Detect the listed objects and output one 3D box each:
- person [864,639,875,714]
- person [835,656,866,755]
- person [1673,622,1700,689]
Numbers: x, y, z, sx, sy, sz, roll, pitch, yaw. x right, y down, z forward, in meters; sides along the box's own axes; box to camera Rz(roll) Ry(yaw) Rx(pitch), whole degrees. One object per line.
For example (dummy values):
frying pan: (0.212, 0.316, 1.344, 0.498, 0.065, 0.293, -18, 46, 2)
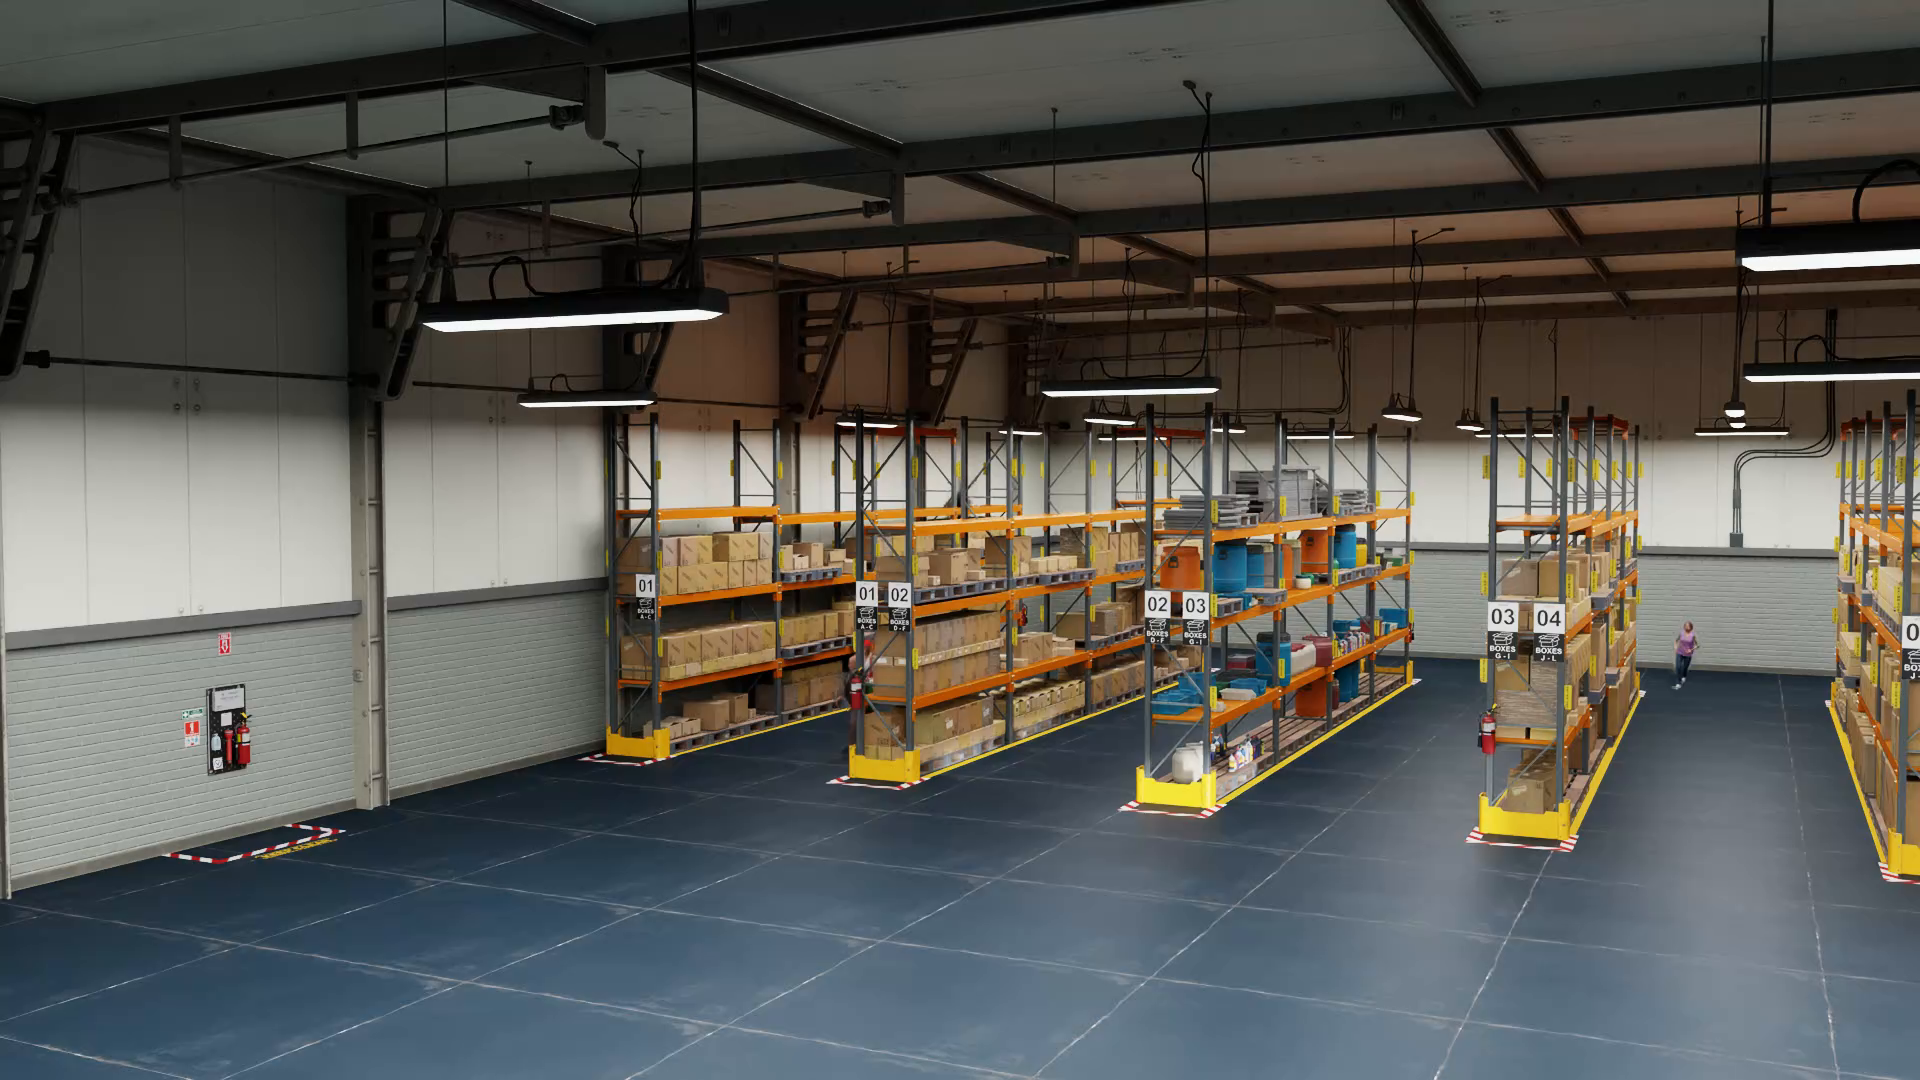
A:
person: (-1.814, 2.769, 32.083, 0.657, 1.725, 0.786, 1, 3, 22)
person: (-1.909, 2.912, 29.580, 0.760, 1.714, 0.701, -1, 3, -32)
person: (16.645, 2.641, 38.126, 0.578, 1.557, 0.597, 2, 3, 35)
